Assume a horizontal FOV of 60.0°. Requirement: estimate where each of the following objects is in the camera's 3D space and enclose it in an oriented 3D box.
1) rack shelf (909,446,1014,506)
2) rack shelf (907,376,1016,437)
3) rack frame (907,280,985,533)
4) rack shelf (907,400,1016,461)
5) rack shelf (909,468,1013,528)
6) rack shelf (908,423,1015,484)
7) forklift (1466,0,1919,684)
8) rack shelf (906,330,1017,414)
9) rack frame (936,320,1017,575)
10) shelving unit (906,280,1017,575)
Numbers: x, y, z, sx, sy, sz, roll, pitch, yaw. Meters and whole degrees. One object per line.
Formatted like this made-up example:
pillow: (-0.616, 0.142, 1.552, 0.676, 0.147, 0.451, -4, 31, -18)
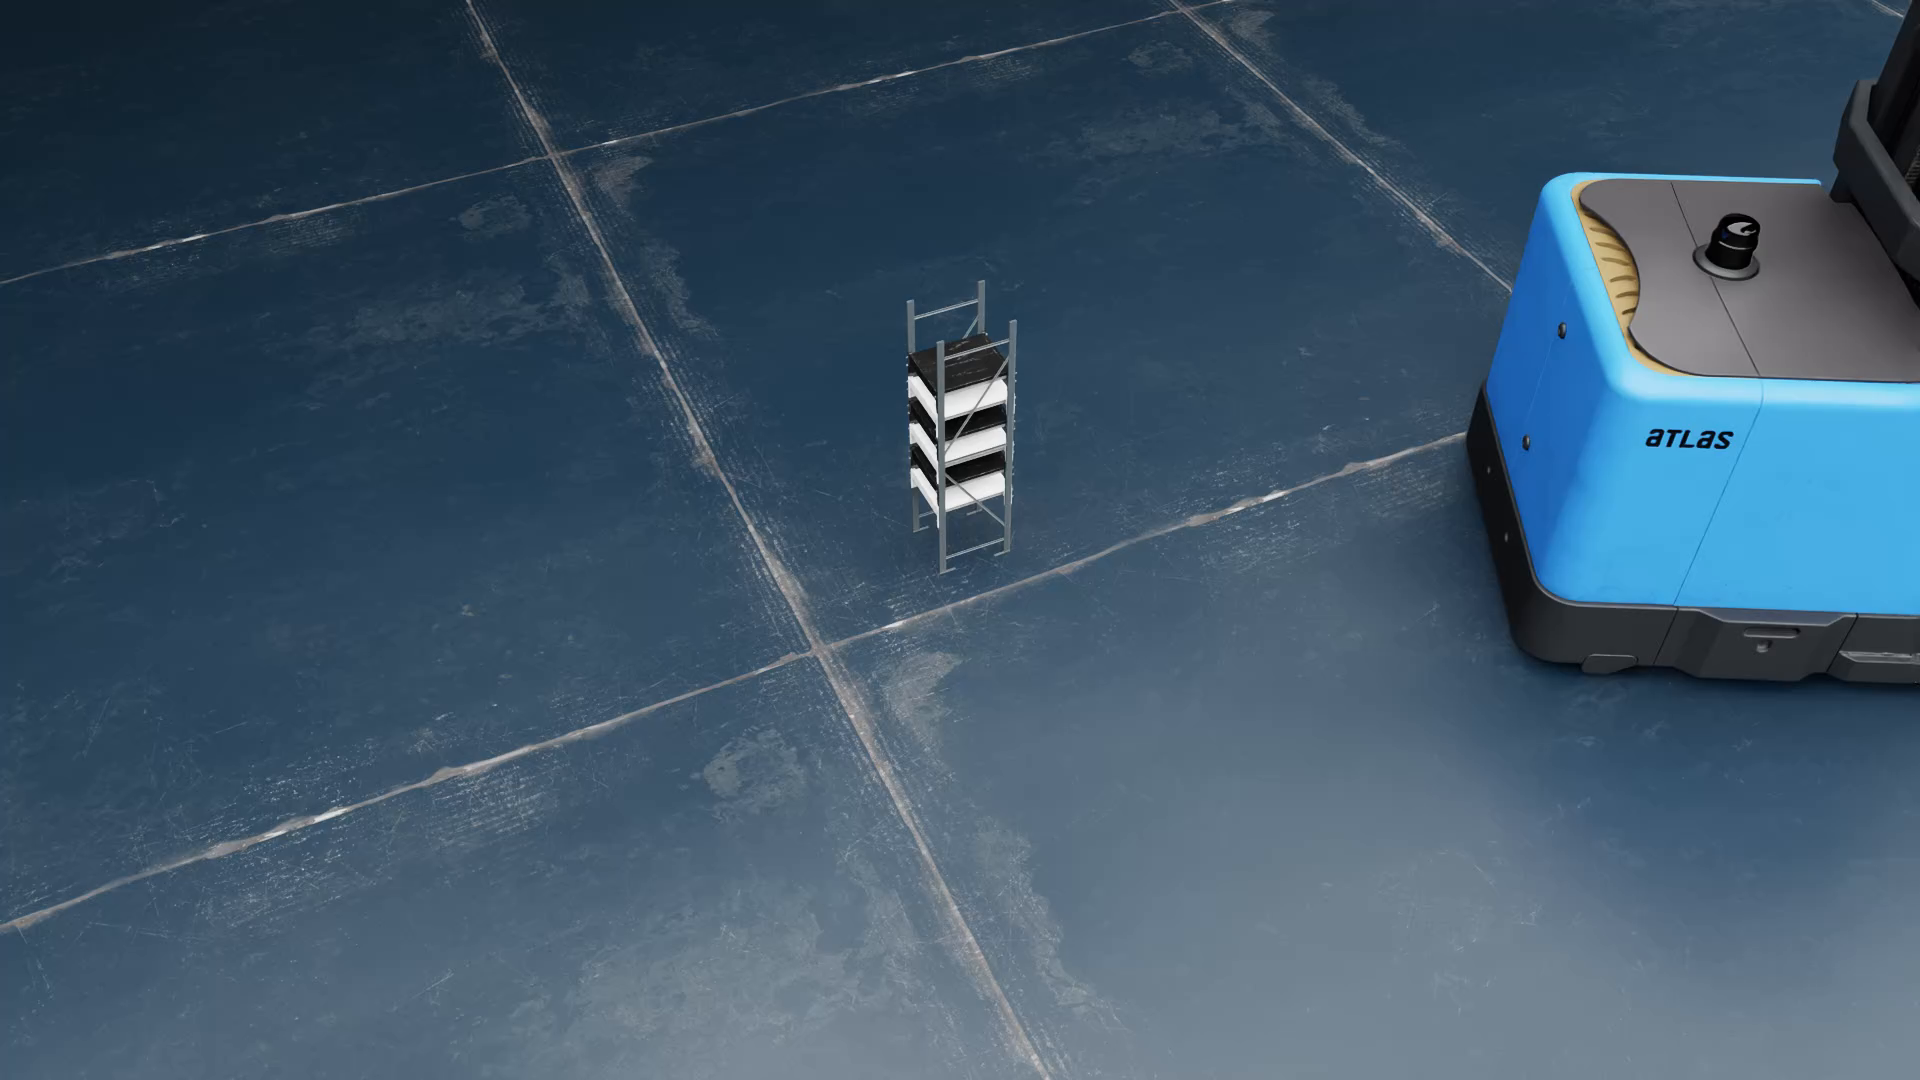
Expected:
rack shelf: (0.003, -0.227, 5.015, 0.258, 0.077, 0.200, -18, 47, -17)
rack shelf: (0.003, -0.420, 4.826, 0.258, 0.077, 0.200, -18, 47, -17)
rack frame: (-0.039, -0.380, 4.994, 0.240, 0.900, 0.006, -18, 47, -17)
rack shelf: (0.003, -0.355, 4.889, 0.258, 0.077, 0.200, -18, 47, -17)
rack shelf: (0.003, -0.163, 5.079, 0.258, 0.077, 0.200, -18, 47, -17)
rack shelf: (0.003, -0.291, 4.952, 0.258, 0.077, 0.200, -18, 47, -17)
forklift: (3.153, -0.955, 4.131, 3.031, 2.935, 1.130, 2, 45, 2)
rack shelf: (0.003, -0.484, 4.762, 0.258, 0.077, 0.200, -18, 47, -17)
rack frame: (0.046, -0.250, 4.863, 0.240, 0.900, 0.006, -18, 47, -17)
shelving unit: (0.003, -0.315, 4.929, 0.258, 0.900, 0.210, -18, 47, -17)
